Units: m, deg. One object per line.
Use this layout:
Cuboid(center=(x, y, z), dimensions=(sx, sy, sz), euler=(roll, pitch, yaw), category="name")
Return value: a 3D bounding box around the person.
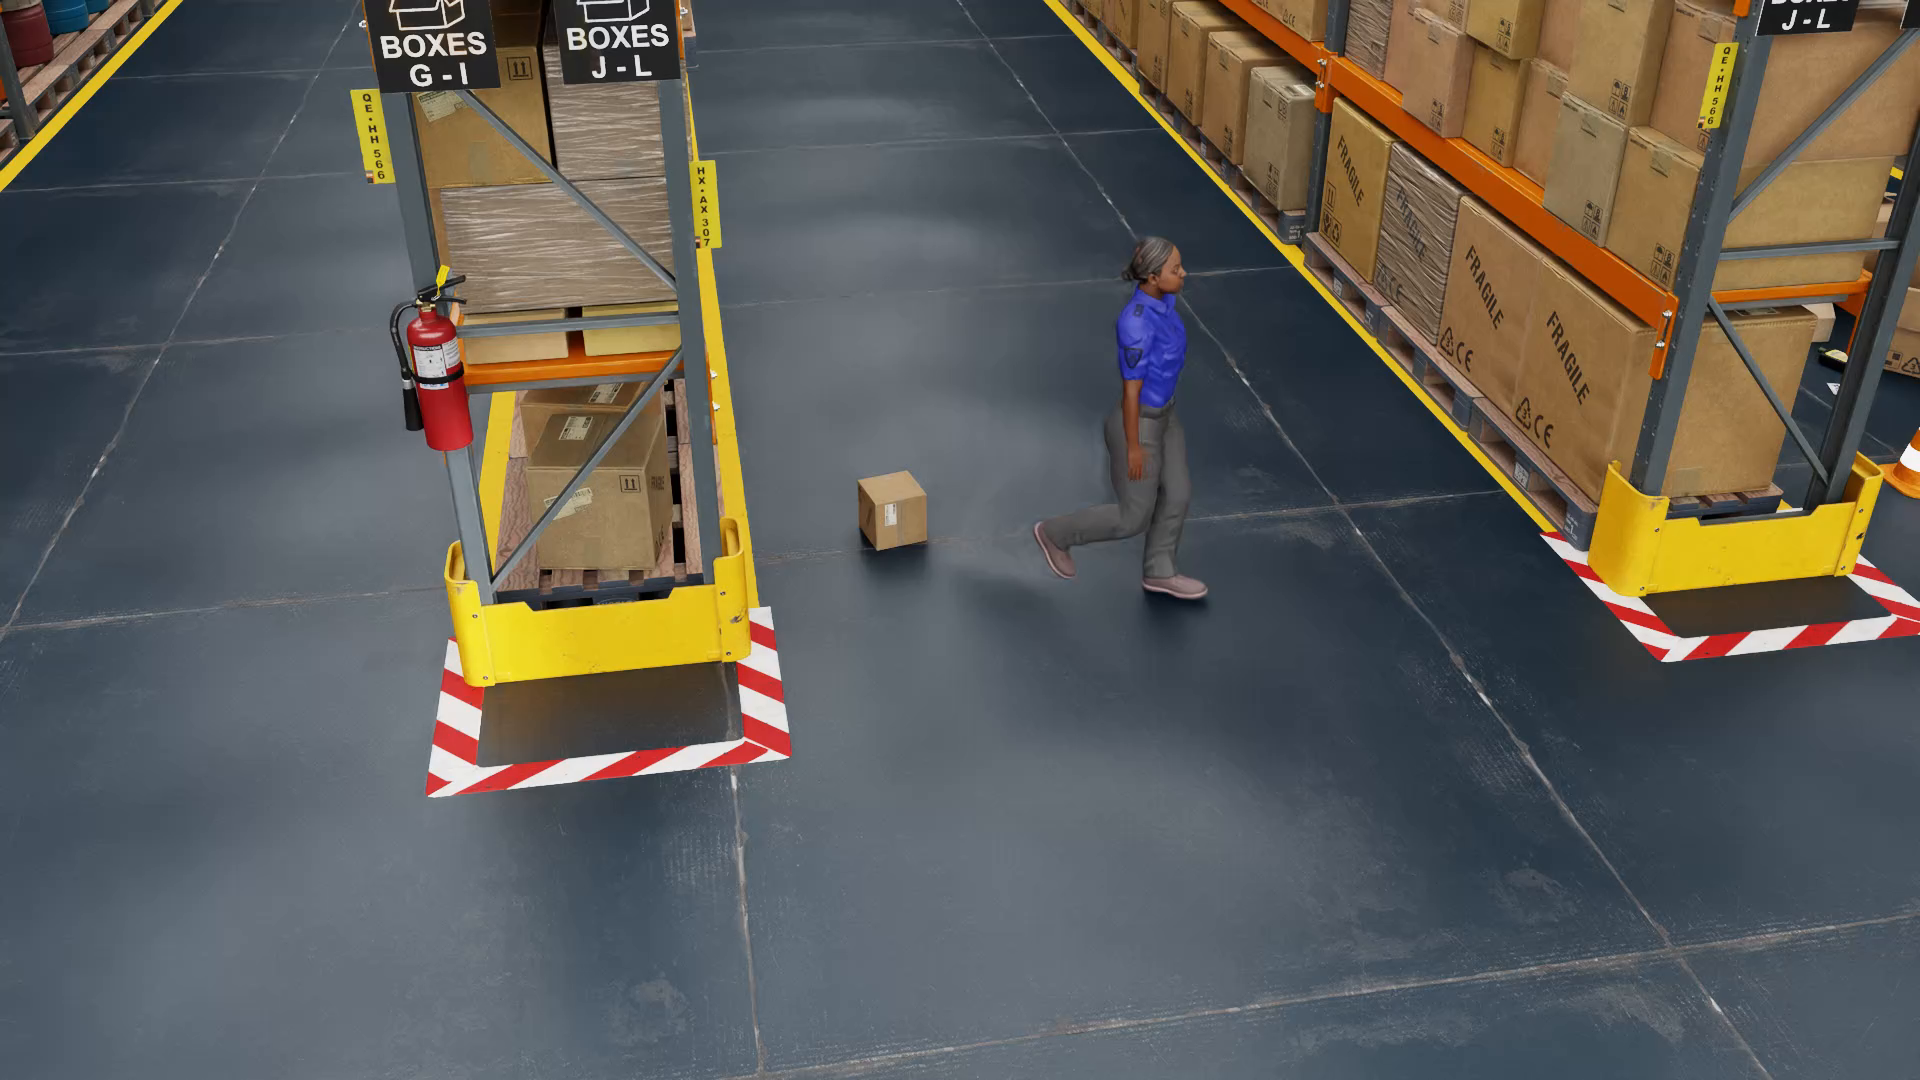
Cuboid(center=(0.711, -0.493, 6.933), dimensions=(0.753, 1.626, 0.448), euler=(12, 33, 19), category="person")
